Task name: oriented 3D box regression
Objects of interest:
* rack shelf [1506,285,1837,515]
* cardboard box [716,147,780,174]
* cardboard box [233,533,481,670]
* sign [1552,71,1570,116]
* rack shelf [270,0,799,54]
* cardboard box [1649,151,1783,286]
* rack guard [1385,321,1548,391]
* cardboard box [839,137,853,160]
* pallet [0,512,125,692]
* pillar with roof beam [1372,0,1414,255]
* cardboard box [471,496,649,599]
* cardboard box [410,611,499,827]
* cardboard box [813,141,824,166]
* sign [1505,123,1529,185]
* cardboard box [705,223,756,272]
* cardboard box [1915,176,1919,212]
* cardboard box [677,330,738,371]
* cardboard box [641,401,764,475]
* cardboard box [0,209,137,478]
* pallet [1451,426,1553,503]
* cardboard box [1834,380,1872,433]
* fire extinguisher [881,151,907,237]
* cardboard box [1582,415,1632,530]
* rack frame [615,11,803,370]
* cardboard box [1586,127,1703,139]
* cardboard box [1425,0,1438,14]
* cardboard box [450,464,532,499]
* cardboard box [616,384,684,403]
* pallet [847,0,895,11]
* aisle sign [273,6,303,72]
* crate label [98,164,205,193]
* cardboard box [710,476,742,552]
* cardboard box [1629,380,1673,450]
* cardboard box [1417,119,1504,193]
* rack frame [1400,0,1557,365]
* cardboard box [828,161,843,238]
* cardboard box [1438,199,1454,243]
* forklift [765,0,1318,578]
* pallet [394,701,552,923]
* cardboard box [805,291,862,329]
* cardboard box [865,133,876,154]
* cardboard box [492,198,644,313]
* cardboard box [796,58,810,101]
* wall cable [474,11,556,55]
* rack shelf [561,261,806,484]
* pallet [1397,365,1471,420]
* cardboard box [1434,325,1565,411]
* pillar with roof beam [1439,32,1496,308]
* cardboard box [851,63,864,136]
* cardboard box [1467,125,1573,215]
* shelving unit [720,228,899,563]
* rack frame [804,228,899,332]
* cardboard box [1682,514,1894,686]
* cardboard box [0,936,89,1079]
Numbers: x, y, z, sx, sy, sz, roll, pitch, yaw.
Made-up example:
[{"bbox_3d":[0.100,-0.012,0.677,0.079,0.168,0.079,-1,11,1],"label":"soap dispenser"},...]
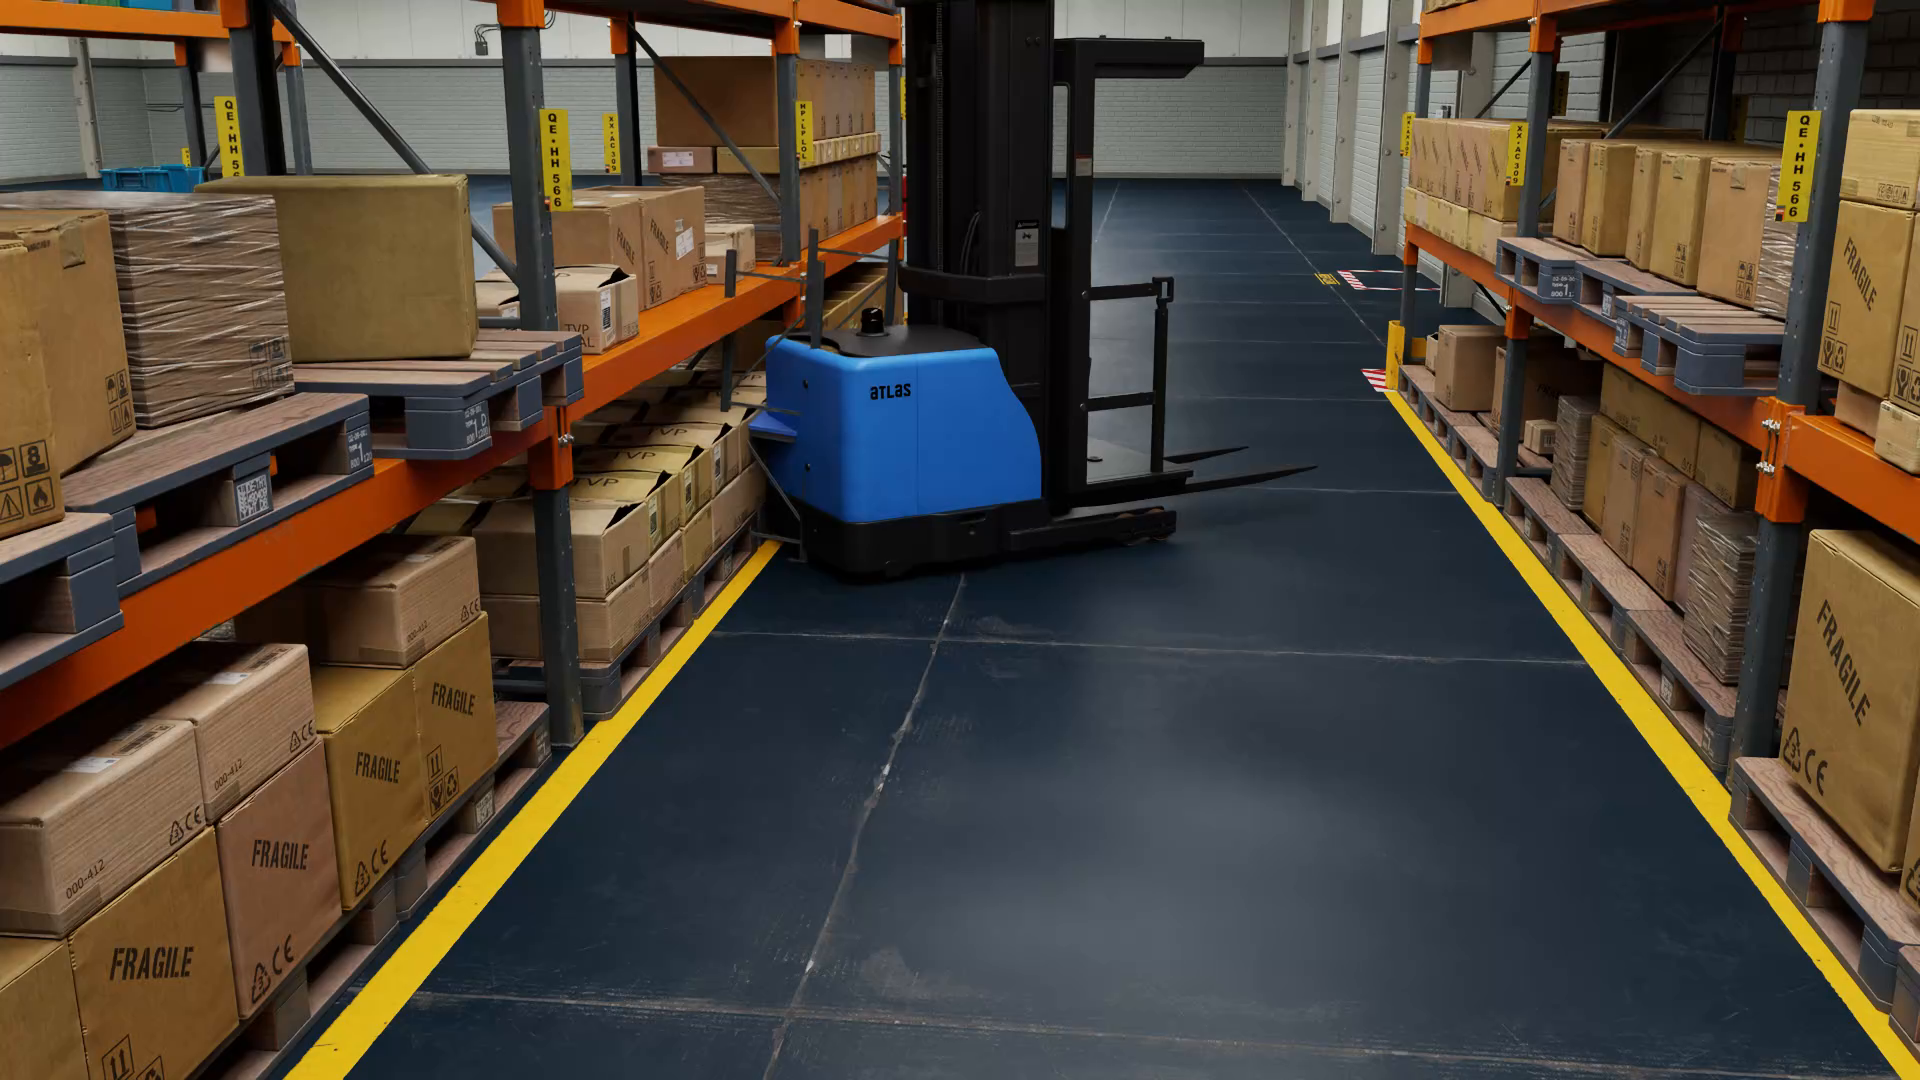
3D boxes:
[{"bbox_3d":[3.286,-0.759,7.099,1.077,0.370,4.000,2,15,6],"label":"rack shelf"},{"bbox_3d":[-1.188,-2.195,9.598,0.380,0.149,0.250,2,15,6],"label":"cardboard box"},{"bbox_3d":[-1.736,0.164,4.817,0.500,0.250,0.500,2,15,8],"label":"cardboard box"},{"bbox_3d":[4.513,-3.352,12.488,0.100,0.325,0.005,2,15,6],"label":"sign"},{"bbox_3d":[-1.636,-2.351,7.243,1.077,0.370,4.000,2,15,6],"label":"rack shelf"},{"bbox_3d":[3.222,-1.294,6.666,0.700,0.500,0.500,2,15,6],"label":"cardboard box"},{"bbox_3d":[3.955,-1.436,13.013,1.175,0.500,0.348,2,15,6],"label":"rack guard"},{"bbox_3d":[-0.958,-2.728,11.569,0.380,0.149,0.250,2,15,8],"label":"cardboard box"},{"bbox_3d":[-2.115,0.194,2.566,1.003,0.211,1.213,2,15,6],"label":"pallet"},{"bbox_3d":[1.820,-8.590,23.190,9.100,9.000,0.400,2,15,6],"label":"pillar with roof beam"},{"bbox_3d":[-1.511,-0.005,6.324,0.500,0.311,0.500,2,15,8],"label":"cardboard box"},{"bbox_3d":[-1.734,0.512,4.969,0.500,0.500,0.500,2,15,8],"label":"cardboard box"},{"bbox_3d":[-1.074,-2.460,10.578,0.380,0.149,0.250,1,15,4],"label":"cardboard box"},{"bbox_3d":[2.972,-2.056,8.862,0.100,0.325,0.005,2,15,6],"label":"sign"},{"bbox_3d":[-1.423,-1.568,9.002,0.500,0.250,0.500,3,15,10],"label":"cardboard box"},{"bbox_3d":[2.693,-0.901,4.011,0.500,0.250,0.500,1,15,5],"label":"cardboard box"},{"bbox_3d":[-1.507,-1.263,10.613,0.500,0.500,0.500,2,15,6],"label":"cardboard box"},{"bbox_3d":[-1.282,-0.538,8.292,0.500,0.311,0.500,2,15,6],"label":"cardboard box"},{"bbox_3d":[-2.175,-0.406,3.420,0.700,0.500,0.500,-2,15,-8],"label":"cardboard box"},{"bbox_3d":[3.553,-0.454,9.935,1.003,0.211,1.213,2,15,6],"label":"pallet"},{"bbox_3d":[2.793,-0.397,4.826,0.380,0.149,0.250,1,15,5],"label":"cardboard box"},{"bbox_3d":[-0.484,-2.787,13.369,0.296,0.674,0.183,2,15,6],"label":"fire extinguisher"},{"bbox_3d":[3.437,-0.303,7.983,0.700,0.500,0.500,1,15,5],"label":"cardboard box"},{"bbox_3d":[-1.411,-1.769,9.459,1.000,3.000,0.127,2,15,6],"label":"rack frame"},{"bbox_3d":[3.773,-2.040,9.271,0.500,0.500,0.500,1,15,5],"label":"cardboard box"},{"bbox_3d":[3.677,-4.089,12.059,0.500,0.500,0.500,2,15,8],"label":"cardboard box"},{"bbox_3d":[-1.995,-0.156,6.882,0.500,0.311,0.500,1,15,5],"label":"cardboard box"},{"bbox_3d":[-1.766,-0.686,8.841,0.500,0.311,0.500,2,15,6],"label":"cardboard box"},{"bbox_3d":[-1.065,-4.030,12.241,1.003,0.211,1.213,2,15,6],"label":"pallet"},{"bbox_3d":[-5.577,-4.219,13.537,0.394,0.787,0.004,2,15,6],"label":"aisle sign"},{"bbox_3d":[-5.819,-2.486,12.040,0.502,0.435,0.616,2,15,6],"label":"crate label"},{"bbox_3d":[-1.344,-0.133,7.871,0.500,0.250,0.500,2,15,7],"label":"cardboard box"},{"bbox_3d":[3.344,-0.551,7.464,0.500,0.250,0.500,1,15,5],"label":"cardboard box"},{"bbox_3d":[3.545,-2.718,11.781,0.500,0.500,0.500,2,15,6],"label":"cardboard box"},{"bbox_3d":[3.963,-2.662,12.760,1.000,3.000,0.127,2,15,6],"label":"rack frame"},{"bbox_3d":[-1.196,-2.333,11.351,0.700,0.500,0.500,2,15,8],"label":"cardboard box"},{"bbox_3d":[3.426,-2.084,10.871,0.500,0.250,0.500,2,15,7],"label":"cardboard box"},{"bbox_3d":[0.540,-1.496,8.579,3.031,2.935,1.130,-9,17,-29],"label":"forklift"},{"bbox_3d":[-1.984,0.807,5.275,1.003,0.211,1.213,2,15,6],"label":"pallet"},{"bbox_3d":[-0.934,-1.377,11.035,0.500,0.500,0.500,2,15,6],"label":"cardboard box"},{"bbox_3d":[-0.841,-2.996,12.560,0.380,0.149,0.250,2,15,8],"label":"cardboard box"},{"bbox_3d":[-1.689,-1.216,7.221,0.500,0.500,0.500,1,15,3],"label":"cardboard box"},{"bbox_3d":[-1.311,-2.690,10.188,0.700,0.500,0.500,2,15,6],"label":"cardboard box"},{"bbox_3d":[-12.092,-16.143,44.606,2.305,6.003,0.169,2,15,6],"label":"wall cable"},{"bbox_3d":[-1.636,-0.903,7.635,1.077,0.370,4.000,2,15,6],"label":"rack shelf"},{"bbox_3d":[3.828,-1.087,12.276,1.003,0.211,1.213,2,15,6],"label":"pallet"},{"bbox_3d":[3.599,-1.154,11.130,0.700,0.500,0.500,1,15,3],"label":"cardboard box"},{"bbox_3d":[1.143,-7.034,17.435,9.100,9.000,0.400,2,15,6],"label":"pillar with roof beam"},{"bbox_3d":[-1.084,-3.210,12.111,0.700,0.500,0.500,1,15,5],"label":"cardboard box"},{"bbox_3d":[3.309,-2.185,9.809,0.500,0.500,0.500,2,15,6],"label":"cardboard box"},{"bbox_3d":[-0.777,-0.771,8.564,0.538,1.500,1.048,10,18,16],"label":"shelving unit"},{"bbox_3d":[-0.621,-0.908,9.028,0.500,1.500,0.032,10,18,16],"label":"rack frame"},{"bbox_3d":[3.090,0.219,6.052,0.700,0.500,0.500,2,15,7],"label":"cardboard box"},{"bbox_3d":[-1.967,1.043,3.005,0.500,0.500,0.500,2,15,7],"label":"cardboard box"}]
